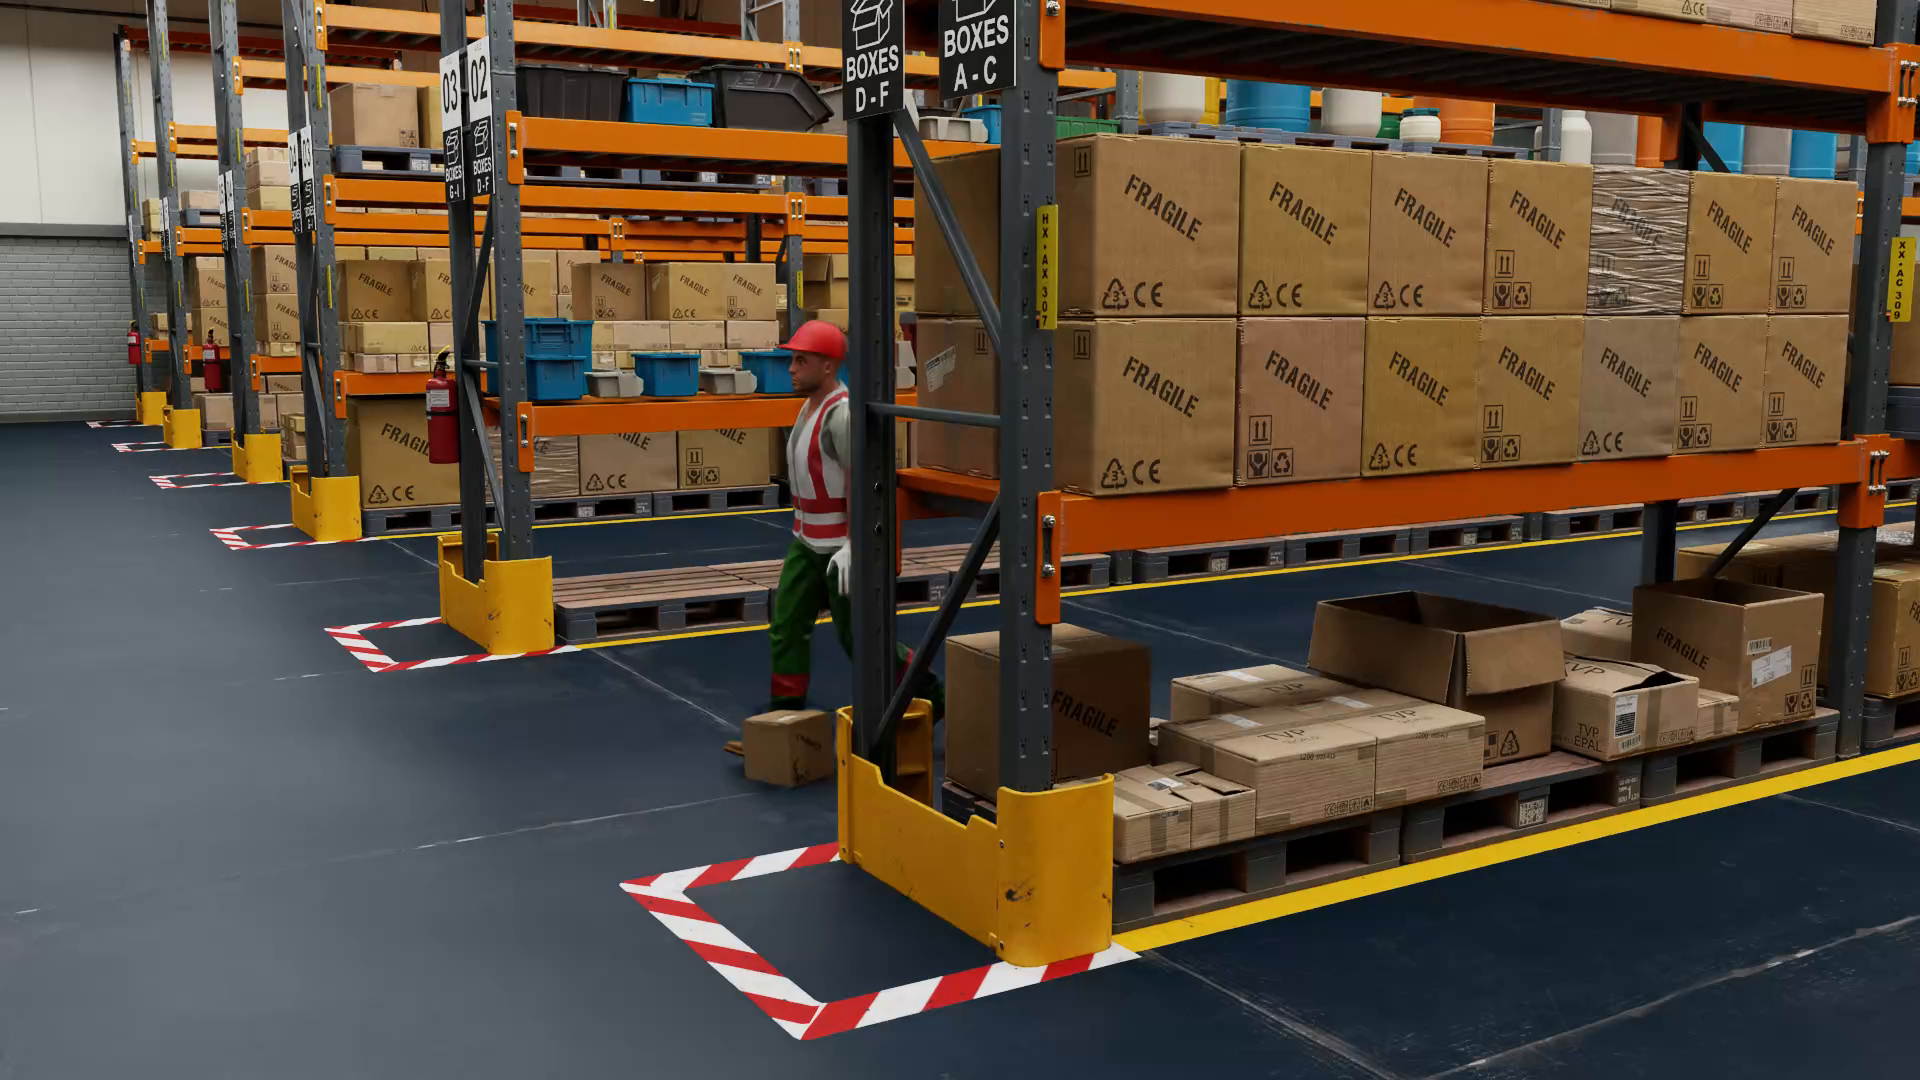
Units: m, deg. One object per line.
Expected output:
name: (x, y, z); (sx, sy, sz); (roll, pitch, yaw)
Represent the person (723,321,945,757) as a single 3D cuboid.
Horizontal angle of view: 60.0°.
person: (-0.476, 0.019, 6.615); (0.919, 1.766, 0.574); (-5, 9, -29)
